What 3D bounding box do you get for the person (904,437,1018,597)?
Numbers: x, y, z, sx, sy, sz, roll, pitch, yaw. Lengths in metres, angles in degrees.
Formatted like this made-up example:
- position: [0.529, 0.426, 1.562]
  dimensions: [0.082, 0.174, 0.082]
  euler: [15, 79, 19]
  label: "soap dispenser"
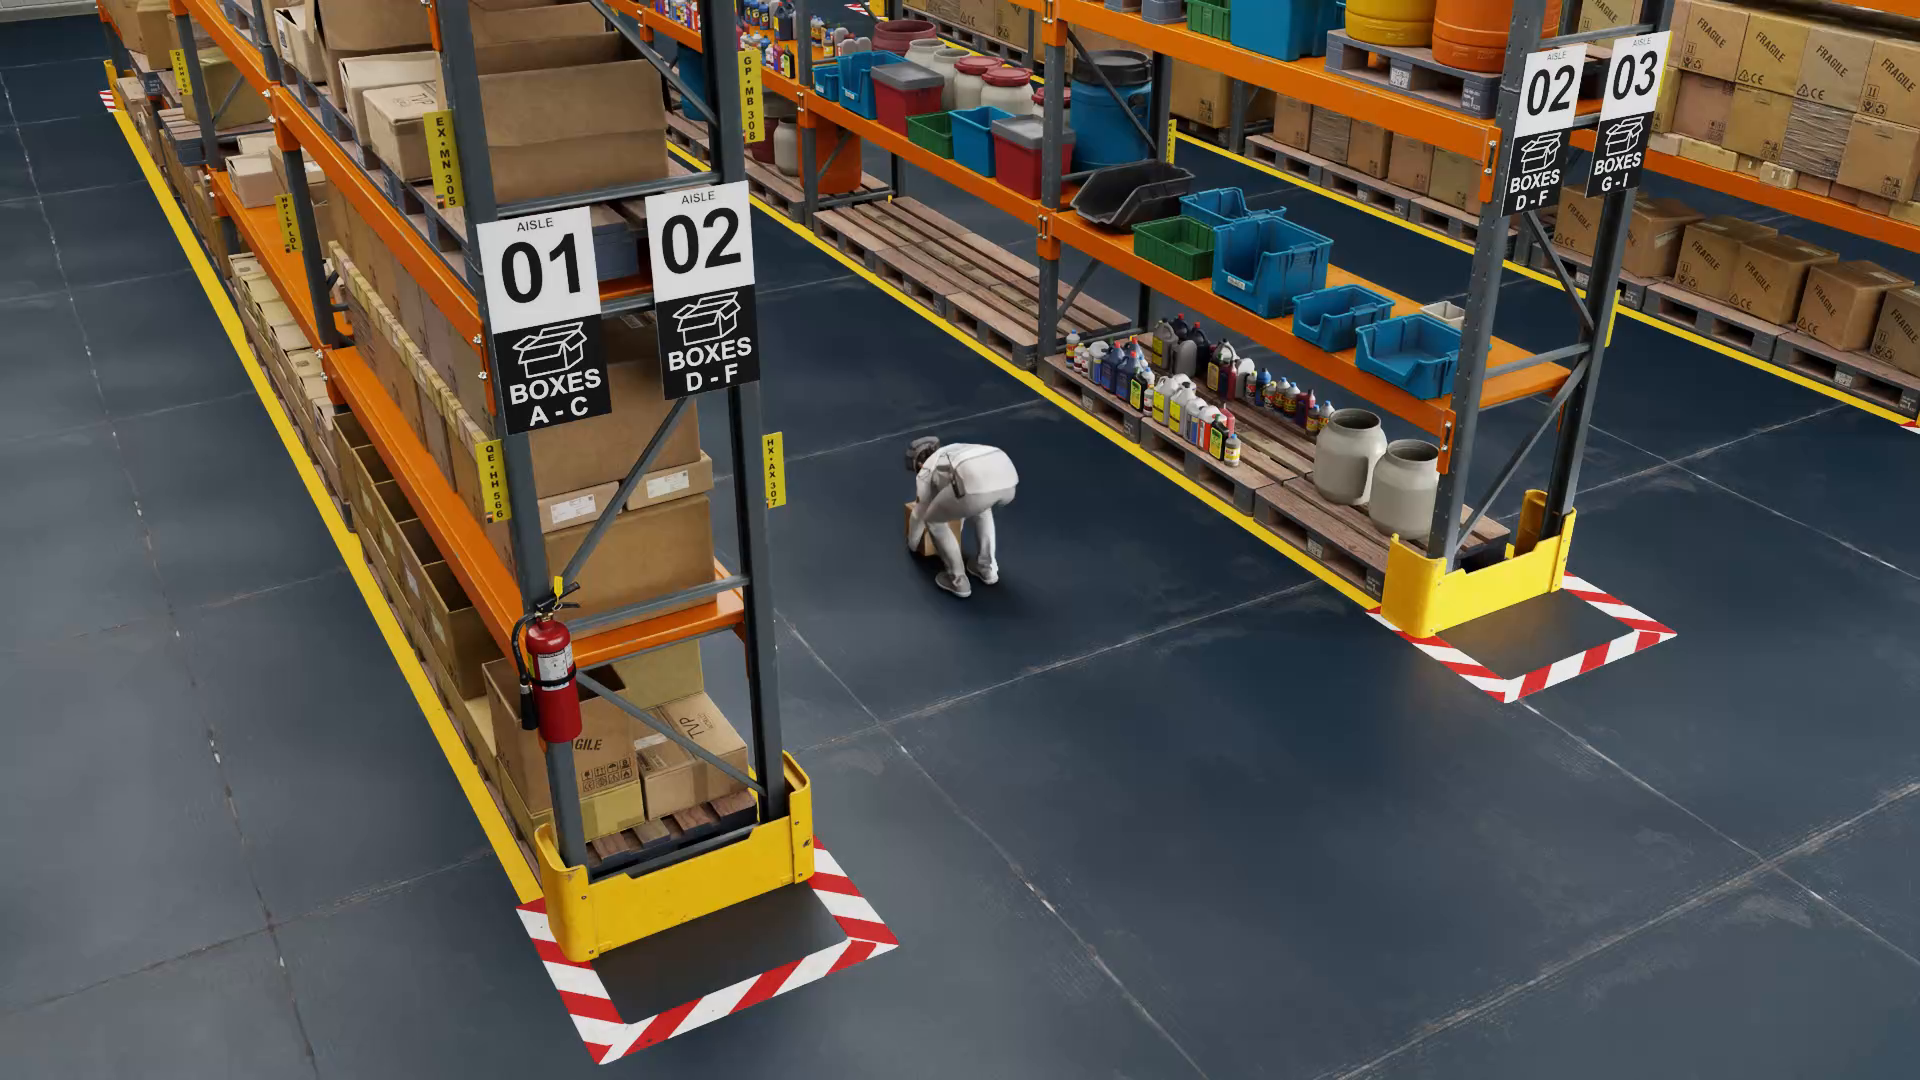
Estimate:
- position: [-0.021, -0.192, 9.694]
  dimensions: [0.455, 0.889, 0.880]
  euler: [-18, 34, -29]
  label: "person"
